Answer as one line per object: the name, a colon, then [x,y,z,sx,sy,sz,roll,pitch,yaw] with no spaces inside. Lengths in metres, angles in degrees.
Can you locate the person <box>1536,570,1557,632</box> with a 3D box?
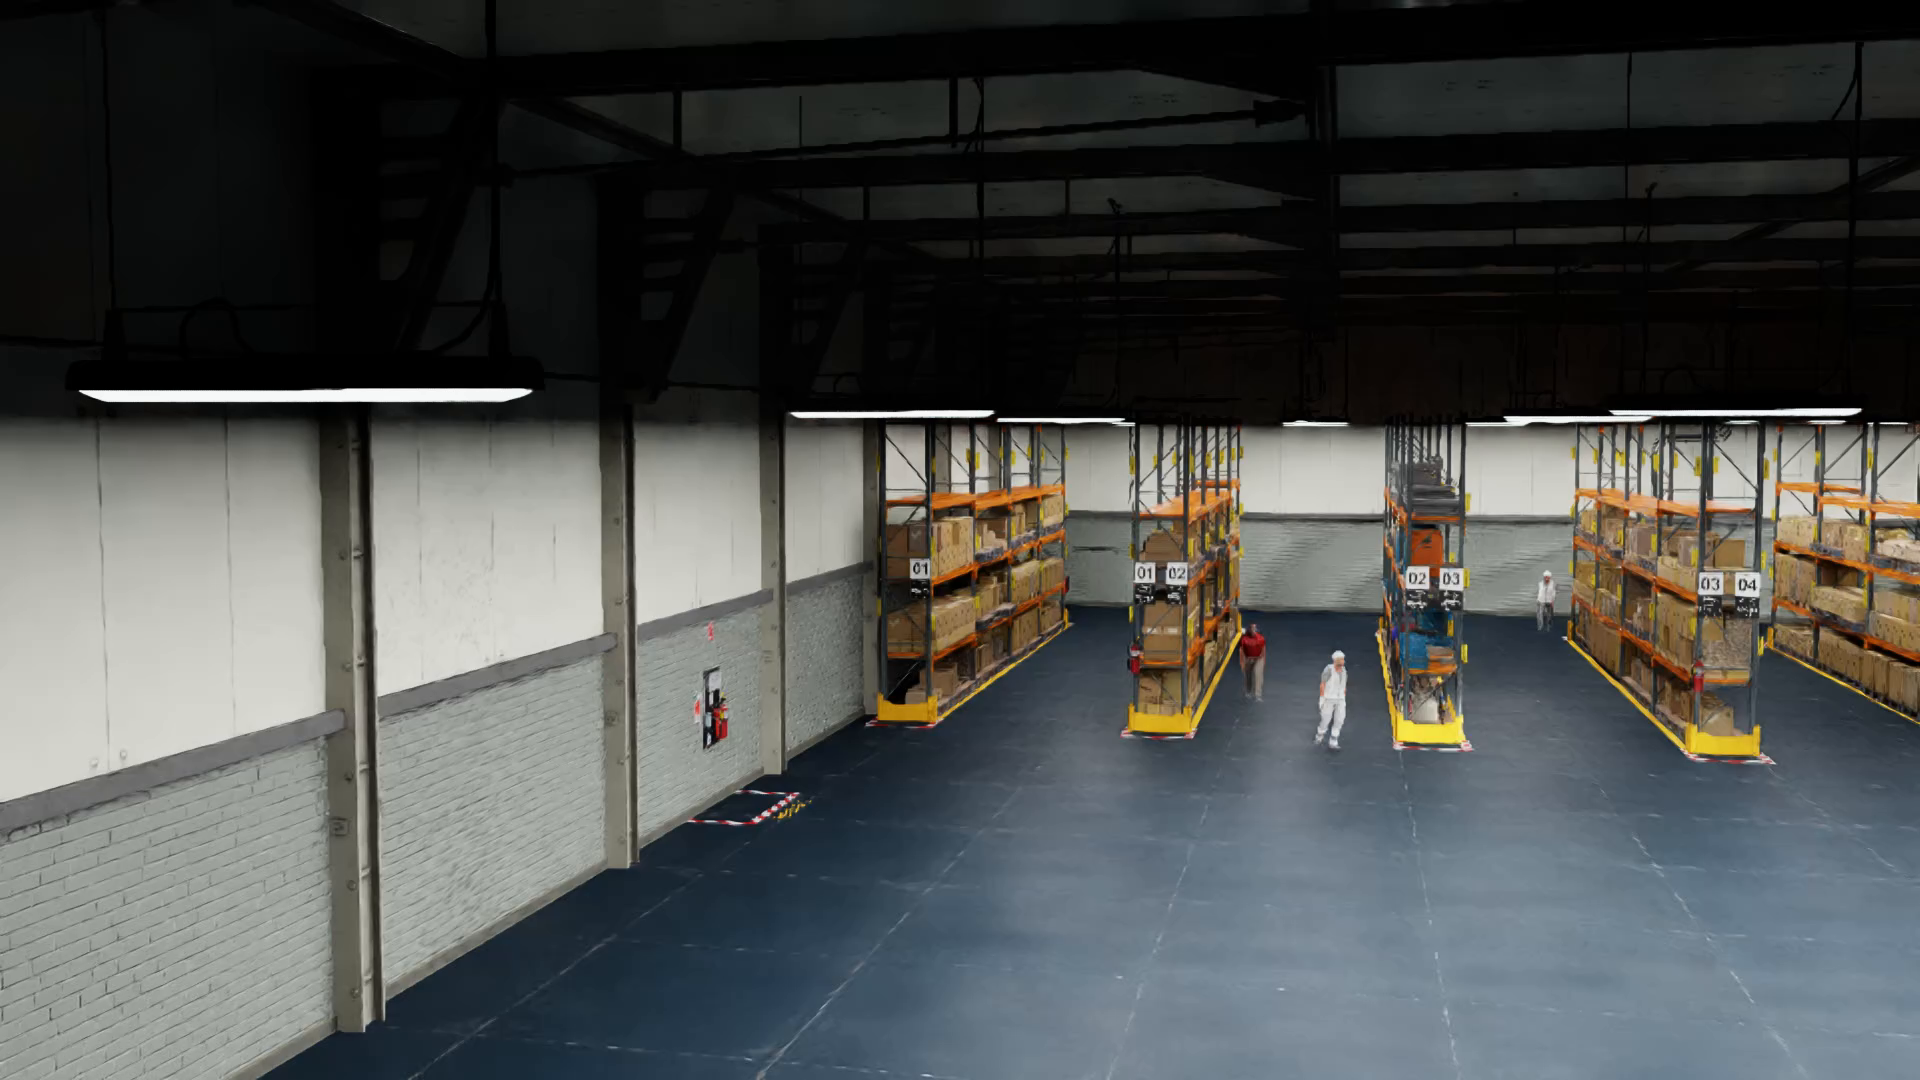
person: [16.408,1.705,46.561,0.506,1.712,1.021,2,4,22]

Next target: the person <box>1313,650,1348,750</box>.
person: [6.616,2.833,29.651,0.583,1.776,0.574,-2,4,-22]

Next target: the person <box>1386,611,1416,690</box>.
person: [9.351,2.323,35.168,0.559,1.640,0.620,0,4,-4]

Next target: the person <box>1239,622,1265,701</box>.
person: [6.121,2.519,34.851,0.547,1.640,1.116,1,4,11]
